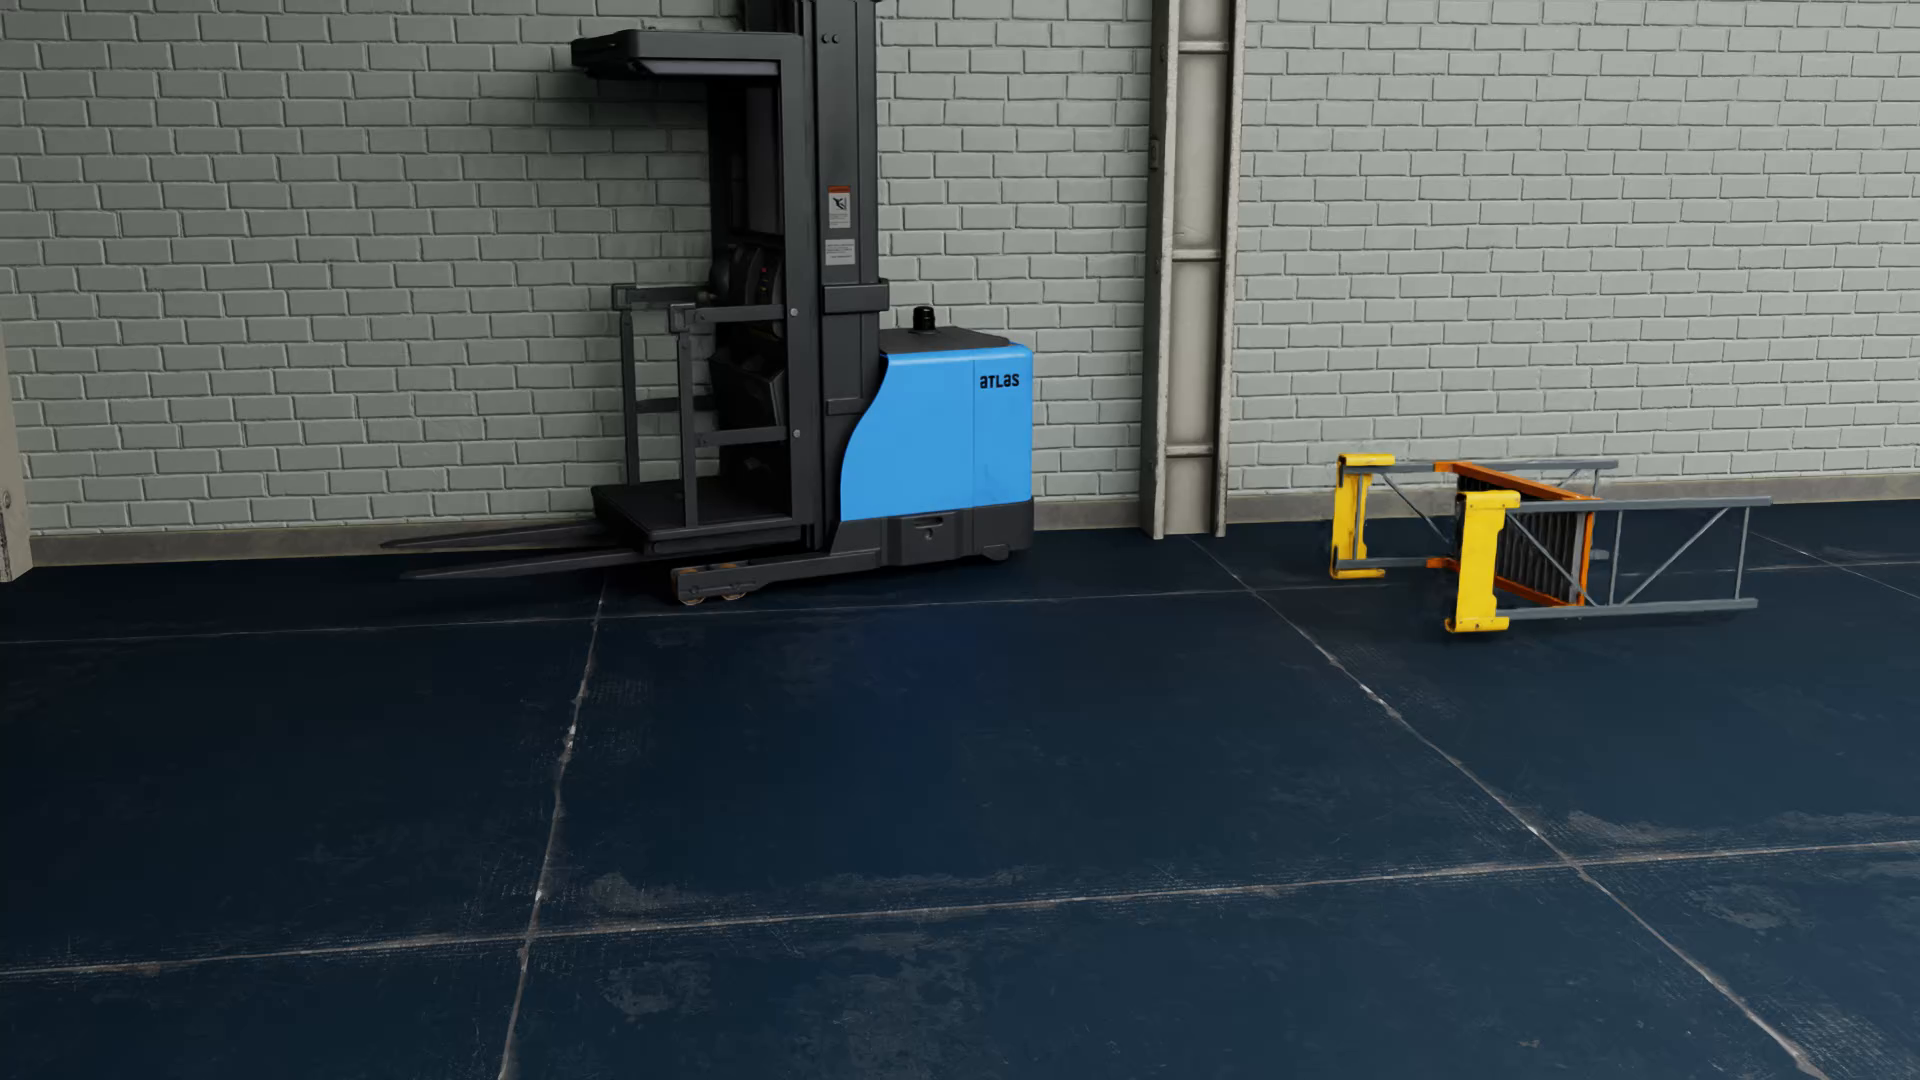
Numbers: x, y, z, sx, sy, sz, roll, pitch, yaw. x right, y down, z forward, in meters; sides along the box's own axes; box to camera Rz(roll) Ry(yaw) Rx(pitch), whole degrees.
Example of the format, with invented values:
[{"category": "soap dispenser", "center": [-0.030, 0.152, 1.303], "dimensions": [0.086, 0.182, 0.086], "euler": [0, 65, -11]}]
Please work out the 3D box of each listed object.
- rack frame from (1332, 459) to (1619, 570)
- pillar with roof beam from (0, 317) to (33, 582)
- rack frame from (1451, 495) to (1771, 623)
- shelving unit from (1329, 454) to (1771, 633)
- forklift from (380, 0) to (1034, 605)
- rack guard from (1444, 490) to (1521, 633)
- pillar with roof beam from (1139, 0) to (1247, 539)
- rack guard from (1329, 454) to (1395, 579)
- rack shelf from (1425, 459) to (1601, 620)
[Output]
[{"category": "rack frame", "center": [2.491, -0.129, 7.992], "dimensions": [1.500, 0.500, 0.032], "euler": [-2, 12, -16]}, {"category": "pillar with roof beam", "center": [-4.104, -3.161, 2.825], "dimensions": [0.400, 9.000, 9.100], "euler": [-2, 14, -8]}, {"category": "rack frame", "center": [2.768, 0.075, 7.036], "dimensions": [1.500, 0.500, 0.032], "euler": [-2, 12, -16]}, {"category": "shelving unit", "center": [2.627, -0.029, 7.522], "dimensions": [1.500, 0.587, 1.083], "euler": [-2, 12, -16]}, {"category": "forklift", "center": [-1.187, -1.272, 7.767], "dimensions": [3.031, 2.935, 1.130], "euler": [-7, 16, -25]}, {"category": "rack guard", "center": [2.162, 0.089, 6.883], "dimensions": [0.250, 0.587, 0.087], "euler": [-2, 12, -16]}, {"category": "pillar with roof beam", "center": [1.829, -3.378, 3.692], "dimensions": [0.400, 9.000, 9.100], "euler": [-2, 14, -8]}, {"category": "rack guard", "center": [1.890, -0.110, 7.821], "dimensions": [0.250, 0.587, 0.087], "euler": [-2, 12, -16]}, {"category": "rack shelf", "center": [2.456, -0.022, 7.465], "dimensions": [0.185, 0.538, 1.000], "euler": [-2, 12, -16]}]
